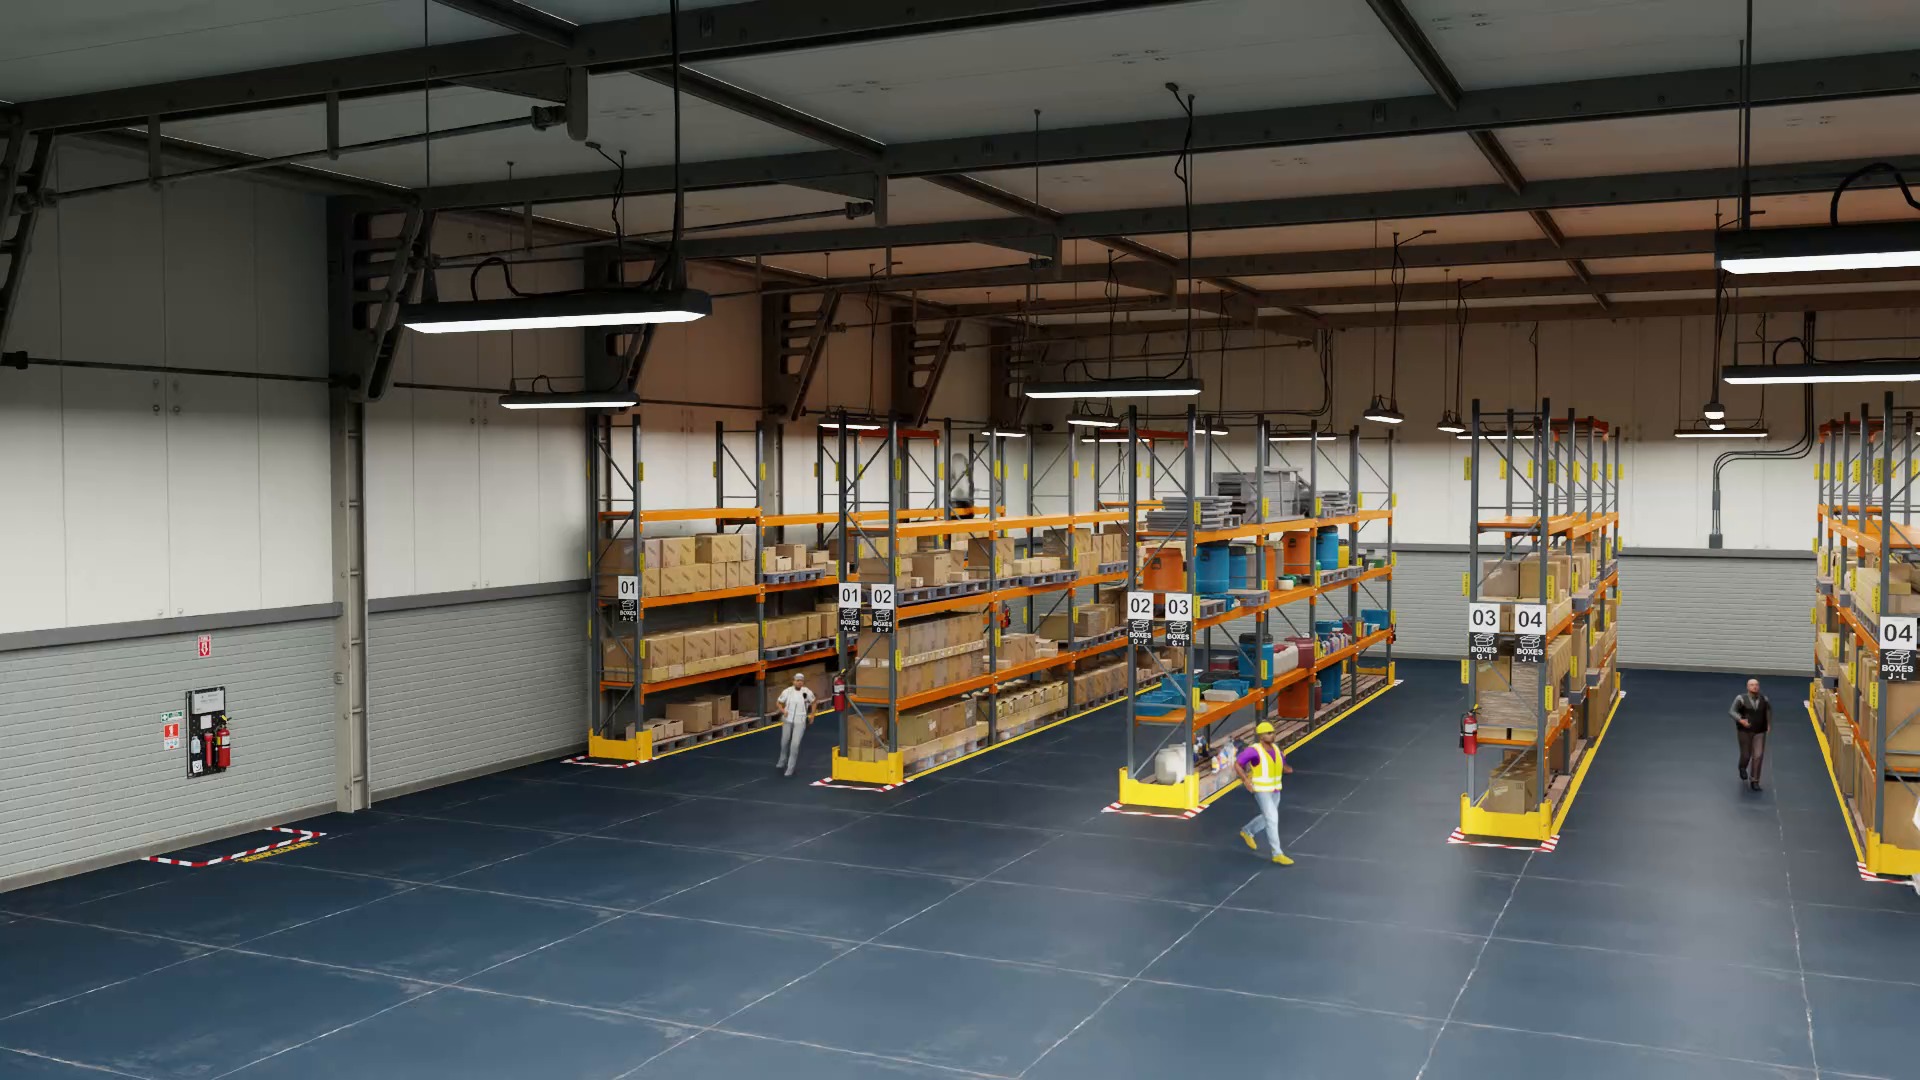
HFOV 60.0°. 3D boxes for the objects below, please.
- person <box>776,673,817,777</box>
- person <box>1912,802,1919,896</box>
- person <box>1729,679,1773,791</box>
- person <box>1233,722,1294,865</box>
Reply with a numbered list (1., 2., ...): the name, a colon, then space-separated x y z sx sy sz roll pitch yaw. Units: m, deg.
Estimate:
1. person: -2.746 3.052 27.630 0.694 1.691 0.810 0 2 2
2. person: 11.039 3.398 18.812 0.639 1.681 0.632 0 2 -12
3. person: 12.560 3.100 26.397 0.662 1.650 0.867 1 2 16
4. person: 3.936 3.215 21.370 0.705 1.746 0.990 -2 3 -38
